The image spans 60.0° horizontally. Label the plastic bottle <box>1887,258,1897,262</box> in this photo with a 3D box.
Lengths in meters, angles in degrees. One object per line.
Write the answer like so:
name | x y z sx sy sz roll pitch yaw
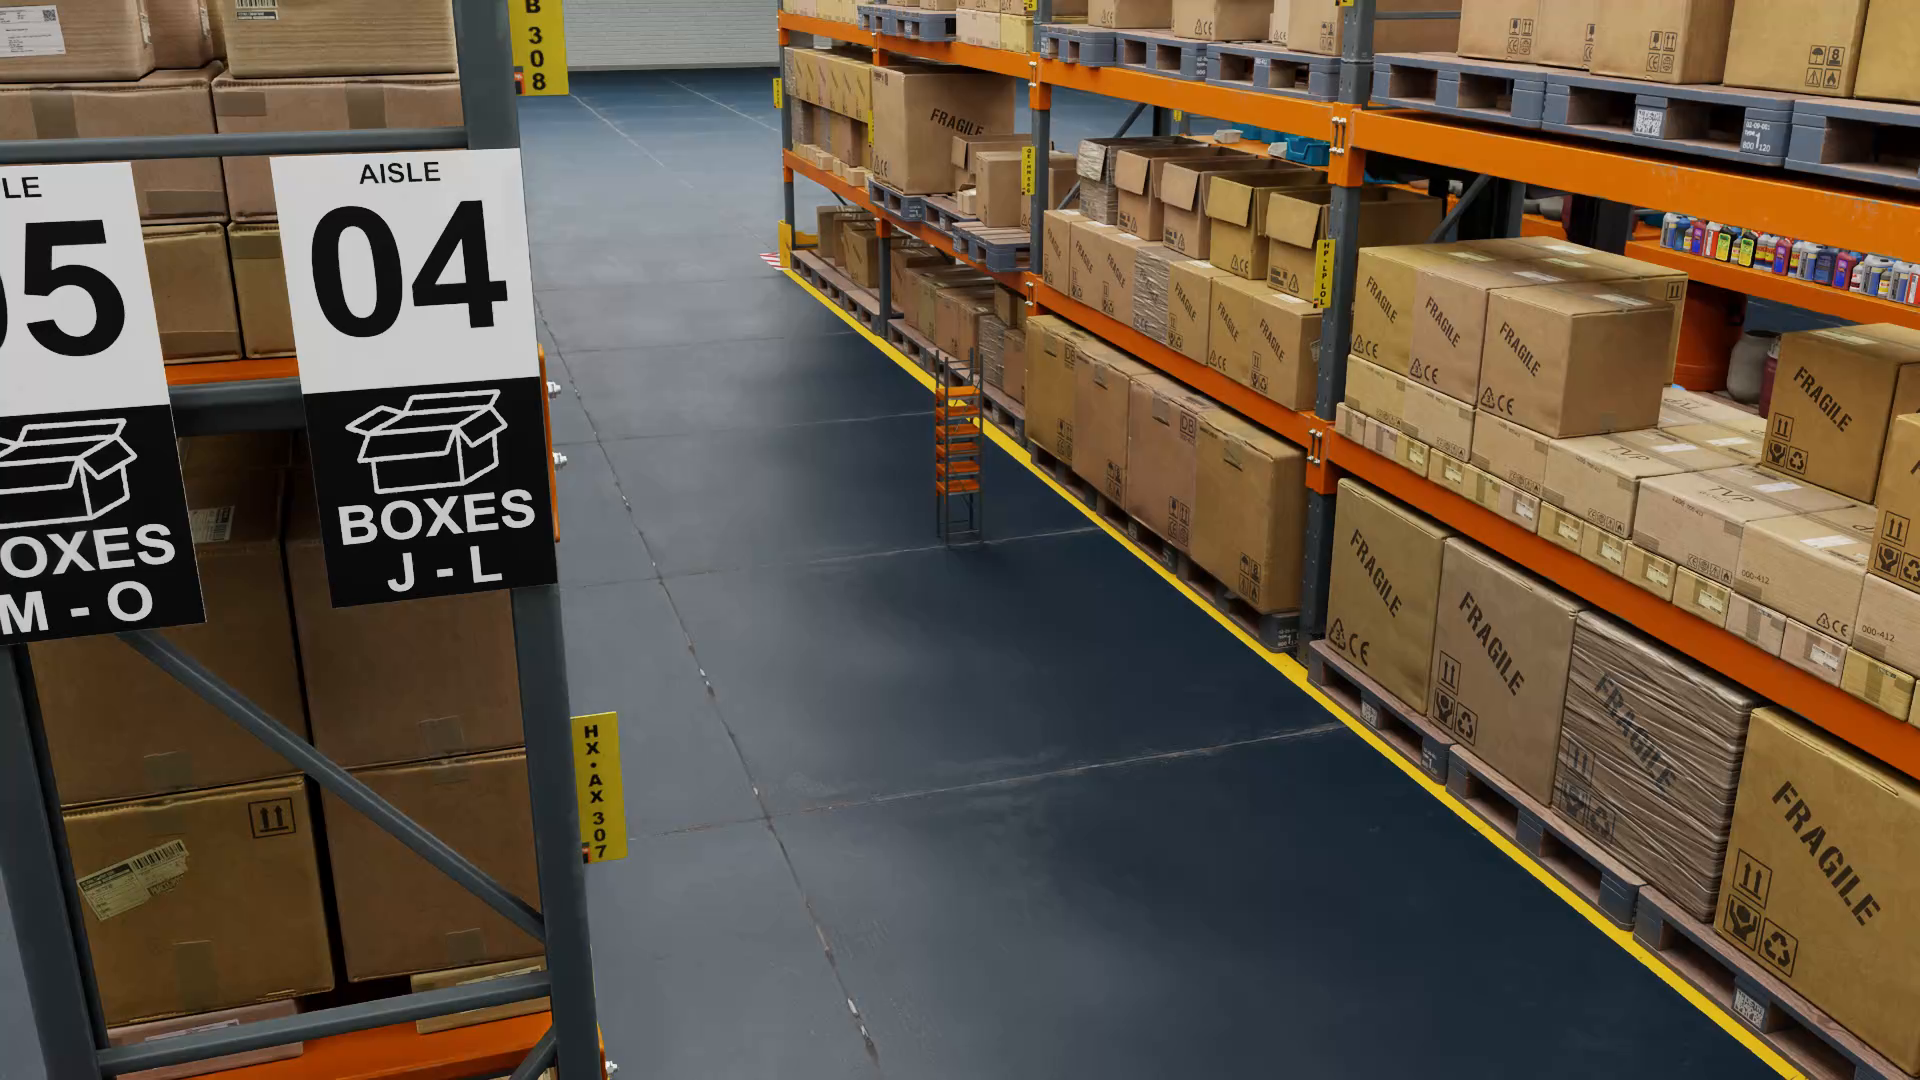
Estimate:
plastic bottle | 6.239 -1.790 11.153 0.097 0.271 0.097 0 20 0

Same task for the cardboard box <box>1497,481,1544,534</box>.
cardboard box | 2.429 -0.152 6.773 0.380 0.149 0.250 -6 21 -17

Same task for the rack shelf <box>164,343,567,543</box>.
rack shelf | -1.867 -0.753 4.702 1.077 0.370 4.000 -6 21 -17

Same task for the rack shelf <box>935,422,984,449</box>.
rack shelf | -0.005 -0.640 10.201 0.258 0.103 0.180 -6 21 -17

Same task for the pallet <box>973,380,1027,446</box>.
pallet | 0.743 -1.038 12.995 1.003 0.211 1.213 -6 21 -17

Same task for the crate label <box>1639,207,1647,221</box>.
crate label | 5.633 -2.990 14.252 0.502 0.435 0.616 -6 21 -17

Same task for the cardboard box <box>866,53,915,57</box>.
cardboard box | -0.653 -4.693 16.977 0.500 0.500 0.500 -6 21 -17

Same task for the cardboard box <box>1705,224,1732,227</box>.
cardboard box | 8.782 -3.464 19.069 0.500 0.250 0.500 -6 21 -17

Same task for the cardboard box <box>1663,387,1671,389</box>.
cardboard box | 2.797 -0.606 7.448 0.500 0.250 0.500 -6 21 -16

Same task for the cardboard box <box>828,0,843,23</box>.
cardboard box | -0.981 -5.175 16.171 0.500 0.250 0.500 -7 21 -18

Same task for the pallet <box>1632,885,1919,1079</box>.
pallet | 3.176 1.532 5.840 1.003 0.211 1.213 -6 21 -17

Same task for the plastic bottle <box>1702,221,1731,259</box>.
plastic bottle | 5.664 -2.246 12.416 0.152 0.276 0.135 -6 21 -17

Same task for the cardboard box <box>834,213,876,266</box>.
cardboard box | -1.127 -3.298 18.237 0.500 0.500 0.500 -1 20 -3

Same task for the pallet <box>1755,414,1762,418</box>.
pallet | 6.356 -0.674 11.981 1.003 0.211 1.213 -6 21 -17

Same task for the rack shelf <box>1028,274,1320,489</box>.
rack shelf | 1.616 -1.119 10.160 1.077 0.370 4.000 -6 21 -17

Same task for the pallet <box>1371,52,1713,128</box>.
pallet | 2.491 -1.922 7.025 1.003 0.211 1.213 -6 21 -17

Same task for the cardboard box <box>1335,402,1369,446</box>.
cardboard box | 2.021 -0.568 7.931 0.380 0.149 0.250 -6 21 -17

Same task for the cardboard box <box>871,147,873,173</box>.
cardboard box | -0.353 -3.721 15.752 0.875 0.500 0.500 -6 21 -17

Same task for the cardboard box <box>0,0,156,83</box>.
cardboard box | -1.622 -0.877 2.877 0.380 0.149 0.250 -7 21 -18

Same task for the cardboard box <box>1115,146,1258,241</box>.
cardboard box | 1.404 -2.173 10.398 0.797 0.503 0.637 -6 21 -16

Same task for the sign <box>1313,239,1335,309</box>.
sign | 1.732 -1.263 7.900 0.100 0.325 0.005 -6 21 -17

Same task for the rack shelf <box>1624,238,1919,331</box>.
rack shelf | 6.318 -1.646 11.625 1.077 0.370 4.000 -6 21 -17

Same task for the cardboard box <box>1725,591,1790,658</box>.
cardboard box | 2.838 0.262 5.622 0.380 0.149 0.250 -6 21 -16

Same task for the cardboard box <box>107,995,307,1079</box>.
cardboard box | -1.610 1.006 3.551 0.380 0.149 0.250 -6 21 -17

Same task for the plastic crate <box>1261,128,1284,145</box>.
plastic crate | 3.815 -4.785 19.522 0.499 0.251 0.408 -6 21 -17

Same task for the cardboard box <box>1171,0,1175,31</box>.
cardboard box | 1.602 -3.300 9.961 0.500 0.500 0.500 -5 20 -14

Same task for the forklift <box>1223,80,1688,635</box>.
forklift | 2.813 -1.093 9.124 3.031 2.935 1.130 -15 24 -35

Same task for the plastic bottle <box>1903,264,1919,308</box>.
plastic bottle | 6.242 -1.655 10.771 0.152 0.276 0.135 -6 21 -17

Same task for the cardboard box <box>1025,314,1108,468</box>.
cardboard box | 1.184 -1.074 11.491 1.225 0.875 0.875 -7 21 -20

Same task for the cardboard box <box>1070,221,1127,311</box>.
cardboard box | 1.046 -1.797 10.833 0.500 0.500 0.500 -7 21 -19

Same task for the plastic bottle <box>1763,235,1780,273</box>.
plastic bottle | 5.819 -2.056 11.892 0.097 0.271 0.097 0 20 0

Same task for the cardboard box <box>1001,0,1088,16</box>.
cardboard box | 0.600 -3.920 11.569 0.500 0.500 0.500 -6 21 -16

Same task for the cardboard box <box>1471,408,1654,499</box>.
cardboard box | 2.463 -0.381 6.822 0.500 0.250 0.500 -6 21 -16

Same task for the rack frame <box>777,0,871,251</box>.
rack frame | -1.527 -4.667 18.973 1.000 3.000 0.127 -6 21 -17

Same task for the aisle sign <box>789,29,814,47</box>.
aisle sign | -1.832 -5.879 18.500 0.394 0.787 0.004 -6 21 -17

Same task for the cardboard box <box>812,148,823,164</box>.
cardboard box | -1.369 -4.109 17.790 0.380 0.149 0.250 -6 21 -17

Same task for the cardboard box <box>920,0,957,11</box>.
cardboard box | 0.080 -4.578 13.513 0.797 0.503 0.637 -6 20 -15

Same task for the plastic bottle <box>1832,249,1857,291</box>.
plastic bottle | 6.011 -1.846 11.290 0.061 0.283 0.133 -6 21 -17

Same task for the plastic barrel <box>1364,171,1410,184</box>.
plastic barrel | 4.266 -3.989 16.344 0.600 0.901 0.708 -6 21 -17

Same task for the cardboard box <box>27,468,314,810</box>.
cardboard box | -1.619 0.184 3.400 0.500 0.500 0.500 -7 21 -18

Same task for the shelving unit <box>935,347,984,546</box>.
shelving unit | -0.005 -0.569 10.227 0.258 1.200 0.189 -6 21 -17

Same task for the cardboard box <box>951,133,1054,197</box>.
cardboard box | 0.362 -3.083 13.789 0.797 0.503 0.637 -4 20 -12

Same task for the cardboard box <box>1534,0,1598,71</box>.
cardboard box | 2.712 -2.102 6.476 0.700 0.500 0.500 -5 20 -14

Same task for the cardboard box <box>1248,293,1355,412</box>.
cardboard box | 1.838 -0.984 8.572 0.500 0.500 0.500 -6 21 -17

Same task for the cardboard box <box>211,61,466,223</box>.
cardboard box | -1.133 -0.786 3.213 0.500 0.250 0.500 -6 21 -16

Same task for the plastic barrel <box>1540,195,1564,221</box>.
plastic barrel | 5.163 -2.986 14.127 0.421 0.512 0.421 0 20 0

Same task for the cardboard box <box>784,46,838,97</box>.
cardboard box | -1.613 -5.119 18.164 0.500 0.500 0.500 -6 21 -17

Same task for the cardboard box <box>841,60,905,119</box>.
cardboard box | -0.831 -4.317 15.930 0.500 0.500 0.500 -6 21 -17

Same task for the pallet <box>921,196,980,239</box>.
pallet | 0.326 -2.640 13.614 1.003 0.211 1.213 -6 21 -17

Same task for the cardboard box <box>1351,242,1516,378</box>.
cardboard box | 2.152 -1.058 7.596 0.500 0.500 0.500 -6 21 -17

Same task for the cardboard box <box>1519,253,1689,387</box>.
cardboard box | 2.796 -0.958 7.319 0.500 0.500 0.500 -6 21 -17

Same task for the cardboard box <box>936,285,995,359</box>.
cardboard box | 0.211 -1.880 14.261 0.700 0.500 0.500 -8 21 -22

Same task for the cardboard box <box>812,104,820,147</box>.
cardboard box | -1.110 -4.527 17.995 0.875 0.500 0.500 -6 21 -17

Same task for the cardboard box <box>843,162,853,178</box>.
cardboard box | -0.963 -3.709 16.678 0.380 0.149 0.250 -6 21 -17

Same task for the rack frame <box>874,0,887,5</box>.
rack frame | -0.270 -6.207 14.385 1.000 3.000 0.127 -6 21 -17
